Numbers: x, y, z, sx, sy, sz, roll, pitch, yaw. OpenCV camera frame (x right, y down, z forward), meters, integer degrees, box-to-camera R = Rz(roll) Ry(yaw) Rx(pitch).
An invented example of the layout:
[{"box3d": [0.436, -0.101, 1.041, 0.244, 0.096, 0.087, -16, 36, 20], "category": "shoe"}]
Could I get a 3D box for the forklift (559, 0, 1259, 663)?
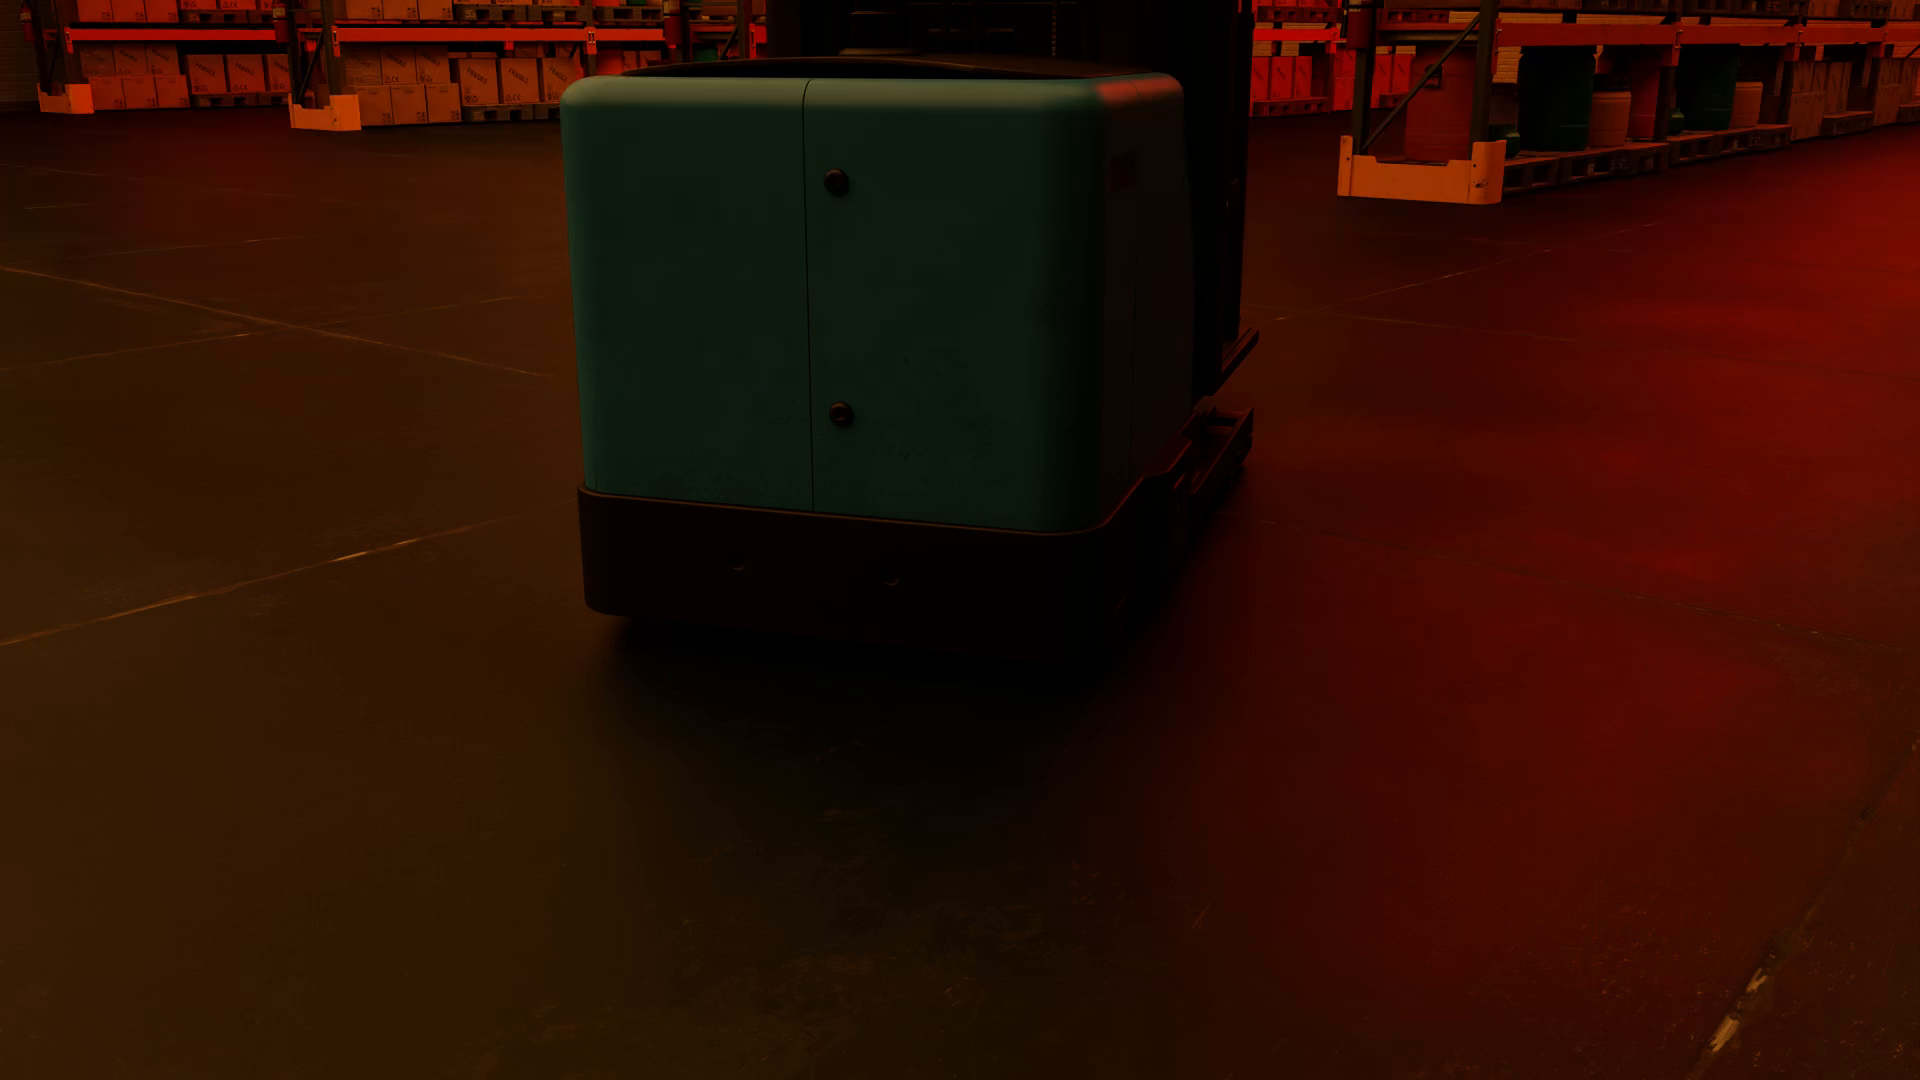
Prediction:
[{"box3d": [0.182, -1.571, 4.072, 1.130, 2.935, 3.031, 5, 18, 17], "category": "forklift"}]
